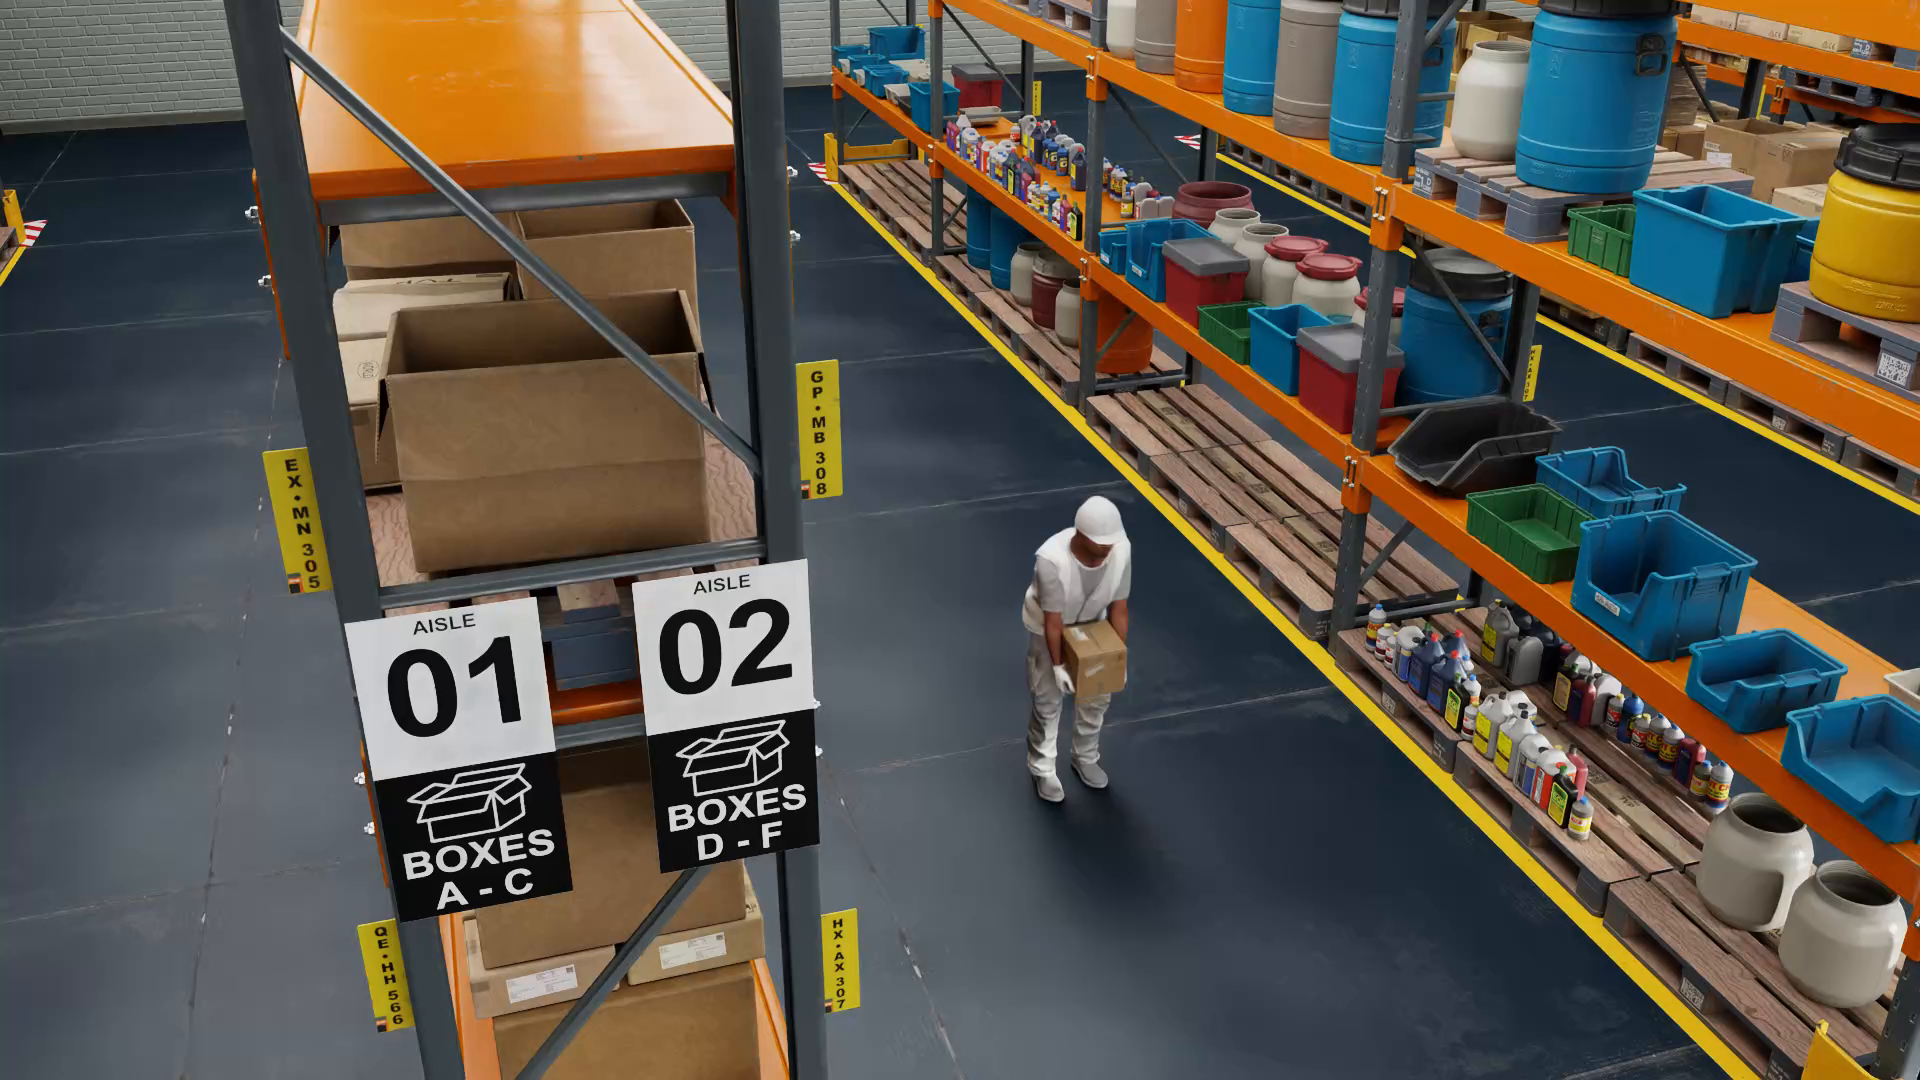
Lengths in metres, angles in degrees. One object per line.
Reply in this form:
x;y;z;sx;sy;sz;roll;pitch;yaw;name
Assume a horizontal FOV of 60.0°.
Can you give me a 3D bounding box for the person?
0.583;0.504;8.155;0.482;1.700;0.645;-9;27;-17;person
